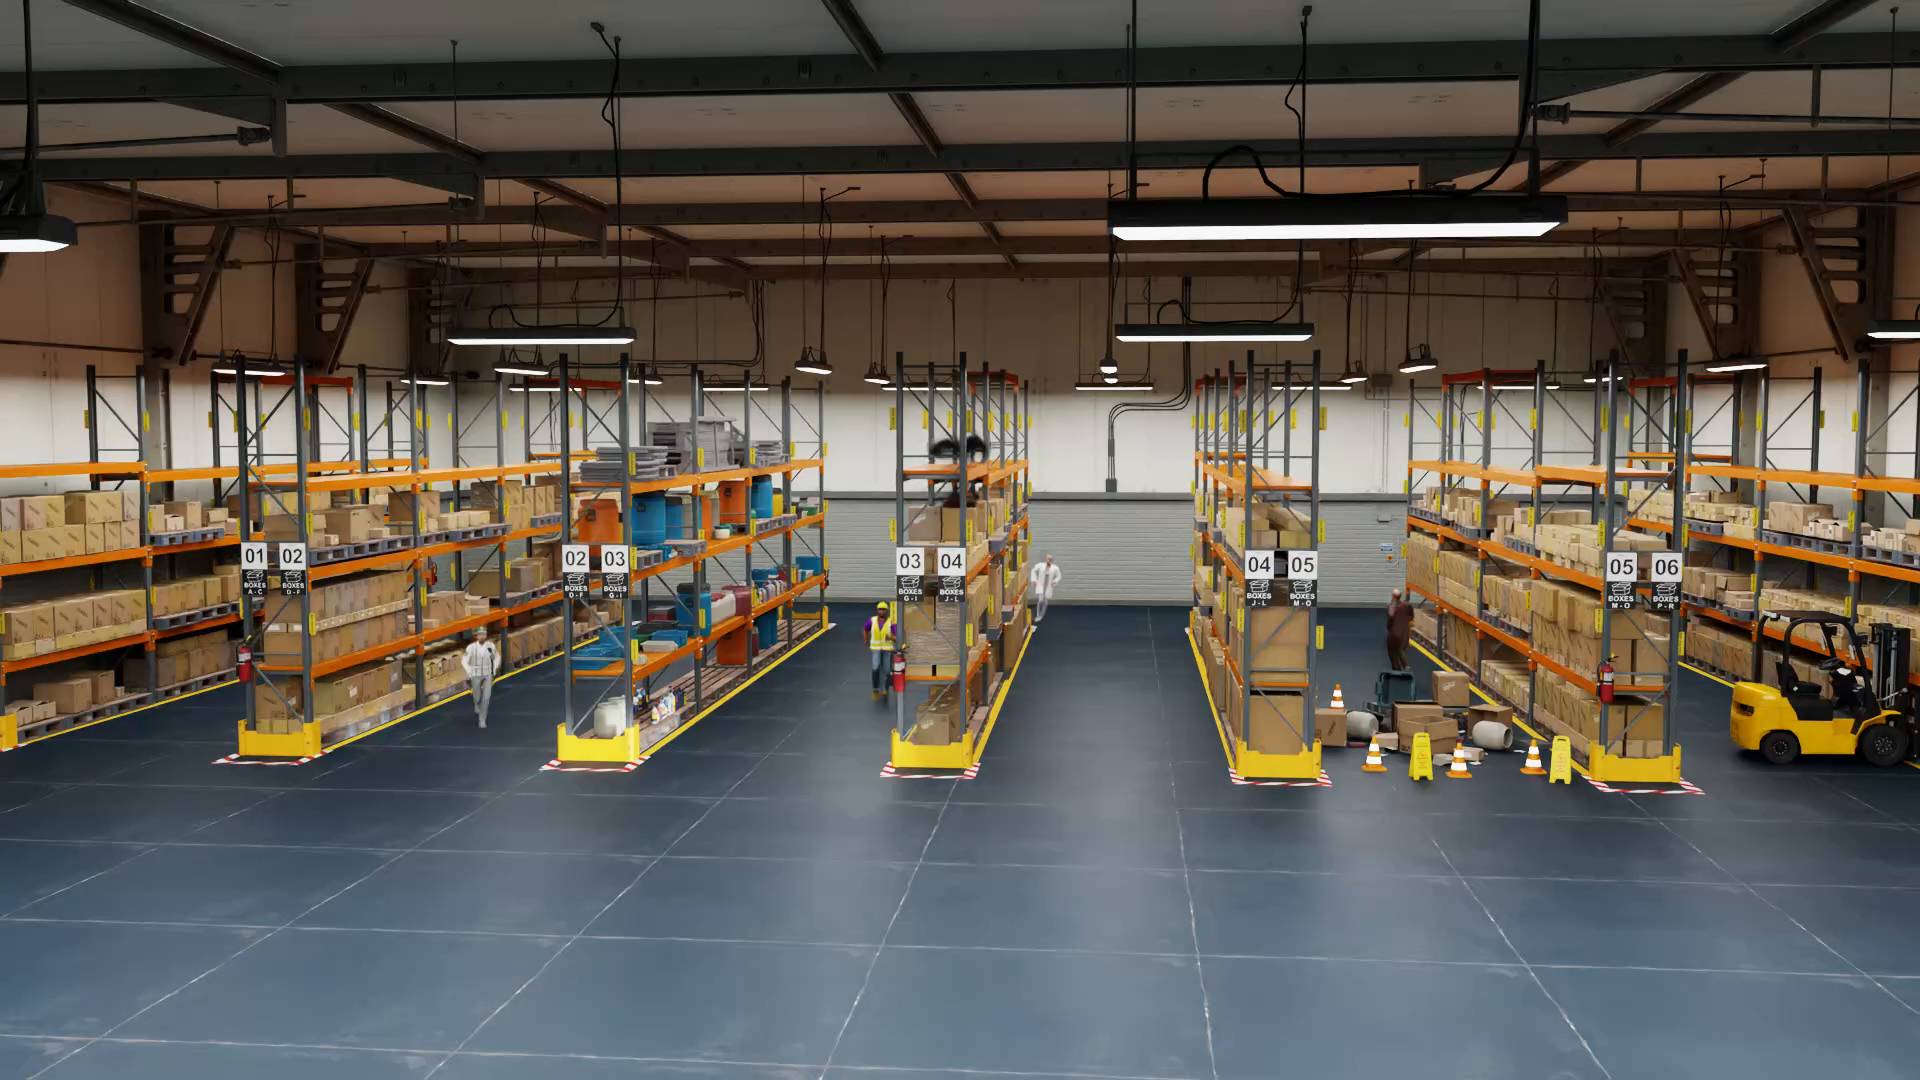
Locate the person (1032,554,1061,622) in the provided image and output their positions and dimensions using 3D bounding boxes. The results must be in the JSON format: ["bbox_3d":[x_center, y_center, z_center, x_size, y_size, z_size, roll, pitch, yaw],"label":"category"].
[{"bbox_3d":[2.173,1.212,41.610,0.727,1.715,0.739,0,4,-4],"label":"person"}]

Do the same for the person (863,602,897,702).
[{"bbox_3d":[-1.411,2.004,29.848,0.682,1.788,0.723,0,4,-1],"label":"person"}]

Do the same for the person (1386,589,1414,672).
[{"bbox_3d":[8.578,1.846,32.228,0.680,1.763,0.881,-1,4,-14],"label":"person"}]

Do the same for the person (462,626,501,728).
[{"bbox_3d":[-7.903,2.237,27.479,0.630,1.669,0.725,-2,4,-20],"label":"person"}]
